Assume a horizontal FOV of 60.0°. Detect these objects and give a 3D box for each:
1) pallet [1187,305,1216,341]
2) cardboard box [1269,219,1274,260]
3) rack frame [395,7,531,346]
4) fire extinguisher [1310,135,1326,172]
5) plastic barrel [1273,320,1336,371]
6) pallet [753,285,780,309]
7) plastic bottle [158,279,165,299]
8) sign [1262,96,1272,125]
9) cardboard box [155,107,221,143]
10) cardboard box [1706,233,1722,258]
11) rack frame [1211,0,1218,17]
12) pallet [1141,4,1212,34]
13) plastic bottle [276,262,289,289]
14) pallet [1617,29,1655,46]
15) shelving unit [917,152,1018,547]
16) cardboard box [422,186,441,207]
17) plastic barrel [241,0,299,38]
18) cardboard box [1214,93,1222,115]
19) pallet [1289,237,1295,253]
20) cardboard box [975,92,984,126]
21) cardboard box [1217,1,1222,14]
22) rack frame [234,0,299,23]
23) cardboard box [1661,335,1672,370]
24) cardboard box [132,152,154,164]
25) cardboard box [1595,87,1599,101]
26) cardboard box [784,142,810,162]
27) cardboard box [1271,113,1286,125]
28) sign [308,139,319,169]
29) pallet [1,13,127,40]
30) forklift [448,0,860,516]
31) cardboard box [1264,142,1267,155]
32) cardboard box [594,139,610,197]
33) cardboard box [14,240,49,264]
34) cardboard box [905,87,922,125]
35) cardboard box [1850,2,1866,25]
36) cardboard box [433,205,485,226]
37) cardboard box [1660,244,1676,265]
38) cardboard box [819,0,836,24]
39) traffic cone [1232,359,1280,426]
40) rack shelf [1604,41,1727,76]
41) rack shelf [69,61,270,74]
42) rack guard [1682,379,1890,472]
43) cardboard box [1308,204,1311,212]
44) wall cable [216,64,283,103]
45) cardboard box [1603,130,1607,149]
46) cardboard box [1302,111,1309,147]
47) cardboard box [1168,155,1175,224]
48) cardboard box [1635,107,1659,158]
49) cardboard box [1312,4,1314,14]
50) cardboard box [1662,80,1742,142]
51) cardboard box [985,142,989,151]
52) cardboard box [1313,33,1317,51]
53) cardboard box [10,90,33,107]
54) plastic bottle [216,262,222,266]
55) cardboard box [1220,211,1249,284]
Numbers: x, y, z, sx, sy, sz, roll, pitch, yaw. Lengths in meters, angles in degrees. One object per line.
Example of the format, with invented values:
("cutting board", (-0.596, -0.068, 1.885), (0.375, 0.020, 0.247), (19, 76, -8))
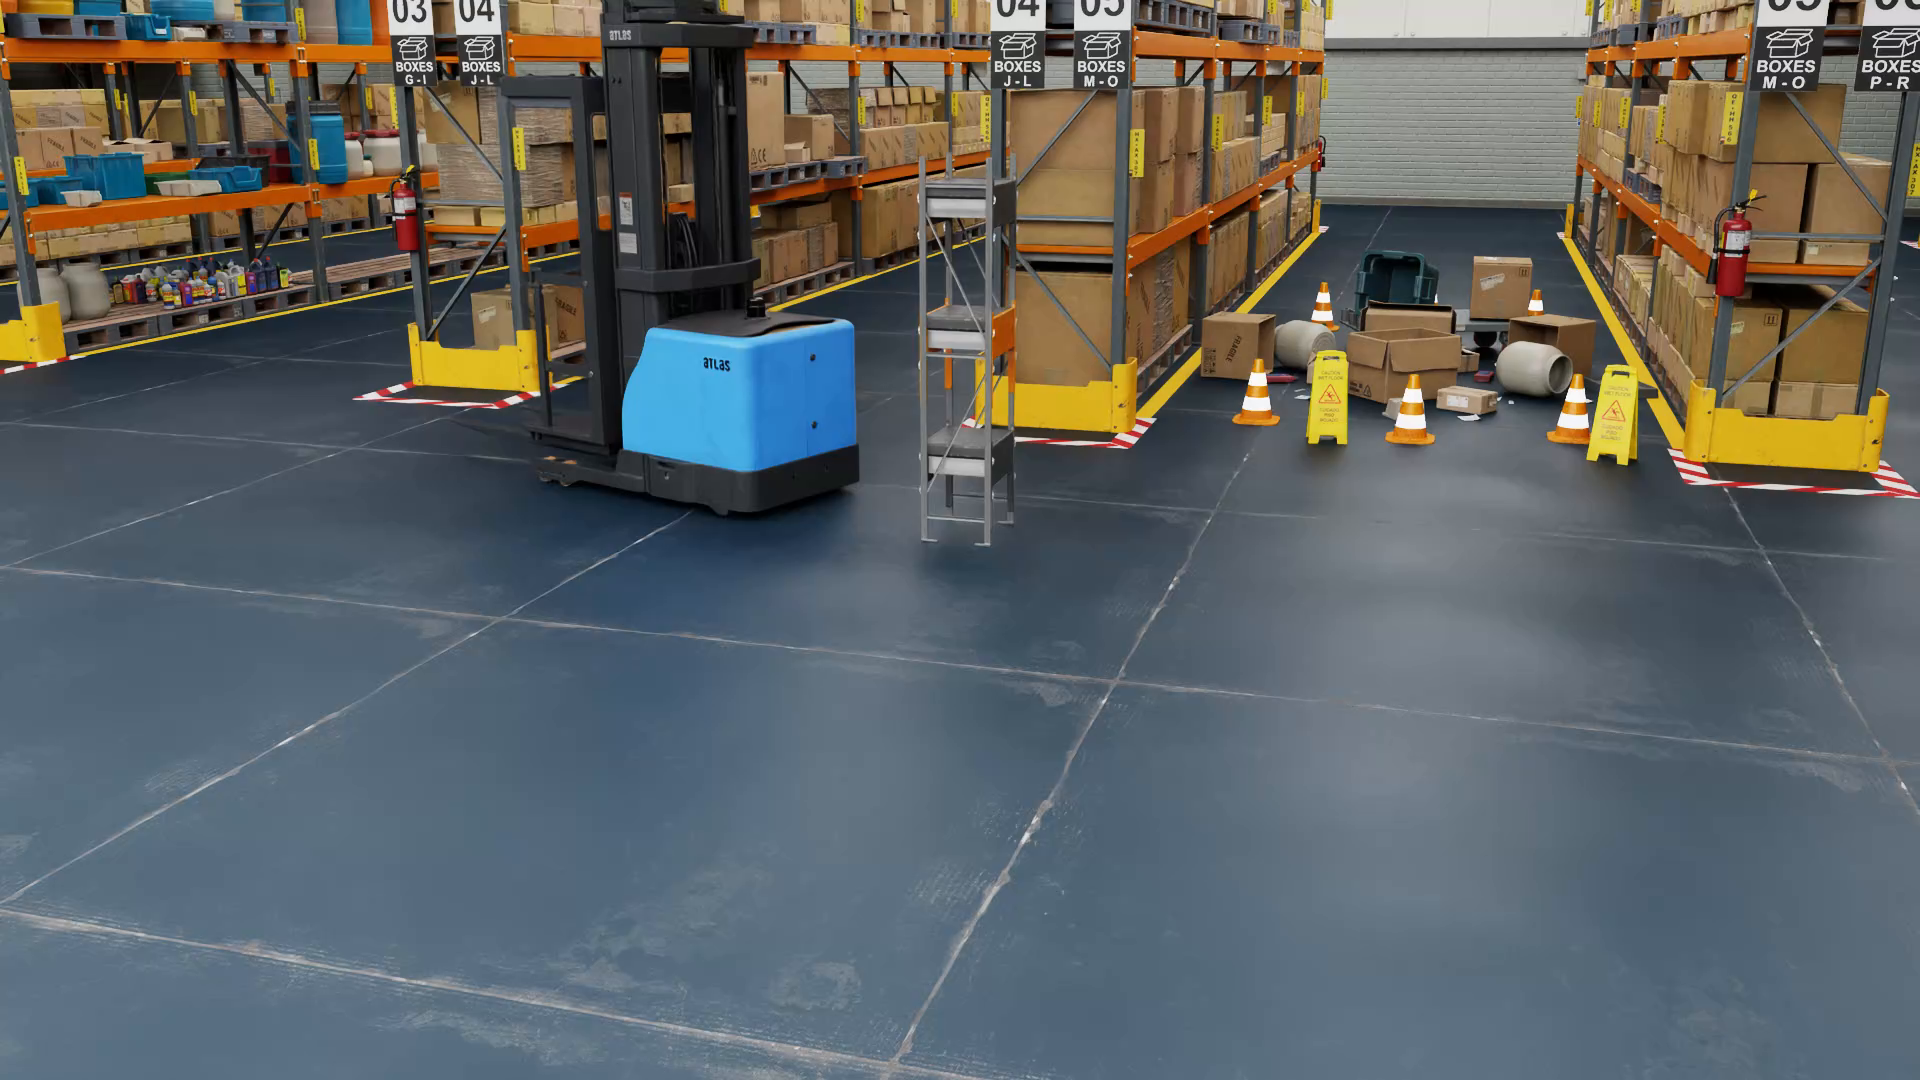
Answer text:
("pallet", (1.997, -2.224, 16.783), (1.003, 0.211, 1.213), (5, 16, 16))
("cardboard box", (3.713, -3.835, 21.166), (0.500, 0.500, 0.500), (4, 16, 14))
("rack frame", (-4.014, -2.722, 13.430), (1.000, 3.000, 0.127), (5, 16, 16))
("fire extinguisher", (5.774, -6.311, 26.906), (0.296, 0.674, 0.183), (5, 16, 16))
("plastic barrel", (2.998, -1.702, 14.556), (0.421, 0.421, 0.512), (-10, 19, -32))
("pallet", (-2.657, -2.631, 18.218), (1.003, 0.211, 1.213), (5, 16, 16))
("plastic bottle", (-8.352, -2.632, 17.434), (0.097, 0.201, 0.097), (0, 16, 0))
("sign", (3.520, -4.919, 19.053), (0.100, 0.325, 0.005), (5, 16, 16))
("cardboard box", (-11.166, -6.008, 24.061), (0.700, 0.500, 0.500), (-1, 16, -3))
("cardboard box", (5.355, -2.022, 11.422), (0.380, 0.149, 0.250), (4, 16, 15))
("rack frame", (1.850, -6.244, 14.851), (1.000, 3.000, 0.127), (5, 16, 16))
("pallet", (1.607, -4.545, 14.521), (1.003, 0.211, 1.213), (5, 16, 16))
("plastic bottle", (-7.446, -2.906, 18.250), (0.061, 0.283, 0.133), (5, 17, 19))
("pallet", (8.208, -5.864, 19.357), (1.003, 0.211, 1.213), (5, 17, 18))
("shelving unit", (0.047, -1.053, 9.196), (0.431, 2.100, 0.503), (5, 16, 16))
("cardboard box", (-9.571, -6.133, 29.225), (0.797, 0.503, 0.637), (5, 16, 16))
("plastic barrel", (-7.689, -5.987, 18.524), (0.600, 0.901, 0.708), (5, 16, 16))
("cardboard box", (2.274, -4.284, 16.921), (0.700, 0.500, 0.500), (5, 17, 16))
("pallet", (4.280, -4.288, 24.059), (1.003, 0.211, 1.213), (5, 16, 16))
("cardboard box", (0.069, -6.664, 25.681), (0.500, 0.500, 0.500), (4, 16, 14))
("cardboard box", (2.383, -5.182, 16.113), (0.250, 0.149, 0.380), (5, 16, 16))
("rack frame", (-7.626, -7.039, 17.655), (1.000, 3.000, 0.127), (5, 16, 16))
("cardboard box", (5.909, -1.466, 13.272), (0.500, 0.250, 0.500), (4, 16, 15))
("cardboard box", (-11.228, -5.207, 22.650), (0.380, 0.149, 0.250), (5, 16, 16))
("cardboard box", (8.919, -5.899, 22.615), (0.500, 0.500, 0.500), (4, 16, 15))
("cardboard box", (-1.955, -4.495, 19.158), (0.396, 0.266, 0.258), (4, 16, 14))
("cardboard box", (4.197, -5.698, 22.521), (0.380, 0.149, 0.250), (5, 17, 18))
("sign", (-7.101, -4.240, 18.275), (0.100, 0.325, 0.005), (5, 16, 16))
("pallet", (-8.433, -4.667, 15.137), (1.003, 0.211, 1.213), (5, 16, 16))
("forklift", (-2.110, -1.850, 10.481), (3.031, 2.935, 1.130), (12, 20, 35))
("cardboard box", (3.609, -4.868, 20.686), (0.380, 0.149, 0.250), (5, 17, 18))
("cardboard box", (-3.620, -3.323, 14.819), (0.875, 0.500, 0.500), (5, 16, 16))
("cardboard box", (-11.875, -3.637, 20.925), (0.500, 0.250, 0.500), (5, 17, 17))
("cardboard box", (-0.983, -6.046, 23.127), (0.797, 0.503, 0.637), (5, 17, 16))
("cardboard box", (5.893, -3.338, 10.563), (0.380, 0.149, 0.250), (5, 16, 16))
("cardboard box", (-4.130, -2.692, 13.783), (0.380, 0.149, 0.250), (5, 16, 16))
("cardboard box", (6.105, -2.391, 13.968), (0.380, 0.149, 0.250), (5, 17, 17))
("cardboard box", (-1.771, -6.268, 19.333), (0.500, 0.500, 0.500), (5, 16, 16))
("traffic cone", (2.226, -1.120, 12.428), (0.336, 0.463, 0.334), (5, 16, 16))
("rack shelf", (8.330, -5.667, 19.633), (1.077, 0.370, 4.000), (5, 16, 16))
("rack shelf", (-14.282, -8.634, 30.095), (1.077, 0.370, 4.000), (5, 16, 16))
("rack guard", (5.509, -0.771, 11.132), (1.175, 0.500, 0.348), (5, 16, 16))
("cardboard box", (5.384, -5.311, 26.465), (0.380, 0.149, 0.250), (4, 16, 14))
("wall cable", (-14.257, -8.958, 33.552), (0.084, 1.984, 1.851), (5, 16, 16))
("cardboard box", (8.381, -5.030, 20.924), (0.500, 0.250, 0.500), (5, 17, 17))
("cardboard box", (4.817, -6.011, 24.296), (0.500, 0.500, 0.500), (4, 16, 15))
("cardboard box", (1.301, -2.908, 13.810), (0.875, 0.550, 0.500), (5, 16, 16))
("cardboard box", (7.270, -4.203, 17.154), (0.500, 0.500, 0.500), (6, 17, 19))
("cardboard box", (4.989, -7.790, 24.427), (0.380, 0.149, 0.250), (4, 16, 14))
("cardboard box", (6.292, -3.574, 13.873), (0.700, 0.500, 0.500), (4, 16, 15))
("cardboard box", (0.241, -6.200, 26.153), (0.380, 0.149, 0.250), (4, 16, 14))
("cardboard box", (4.961, -7.325, 24.436), (0.500, 0.250, 0.500), (5, 17, 18))
("cardboard box", (-15.182, -7.034, 26.491), (0.500, 0.250, 0.500), (4, 16, 15))
("plastic bottle", (-8.202, -2.918, 18.305), (0.152, 0.276, 0.135), (5, 17, 18))
("cardboard box", (2.727, -3.372, 19.072), (1.050, 0.750, 0.750), (4, 16, 15))
